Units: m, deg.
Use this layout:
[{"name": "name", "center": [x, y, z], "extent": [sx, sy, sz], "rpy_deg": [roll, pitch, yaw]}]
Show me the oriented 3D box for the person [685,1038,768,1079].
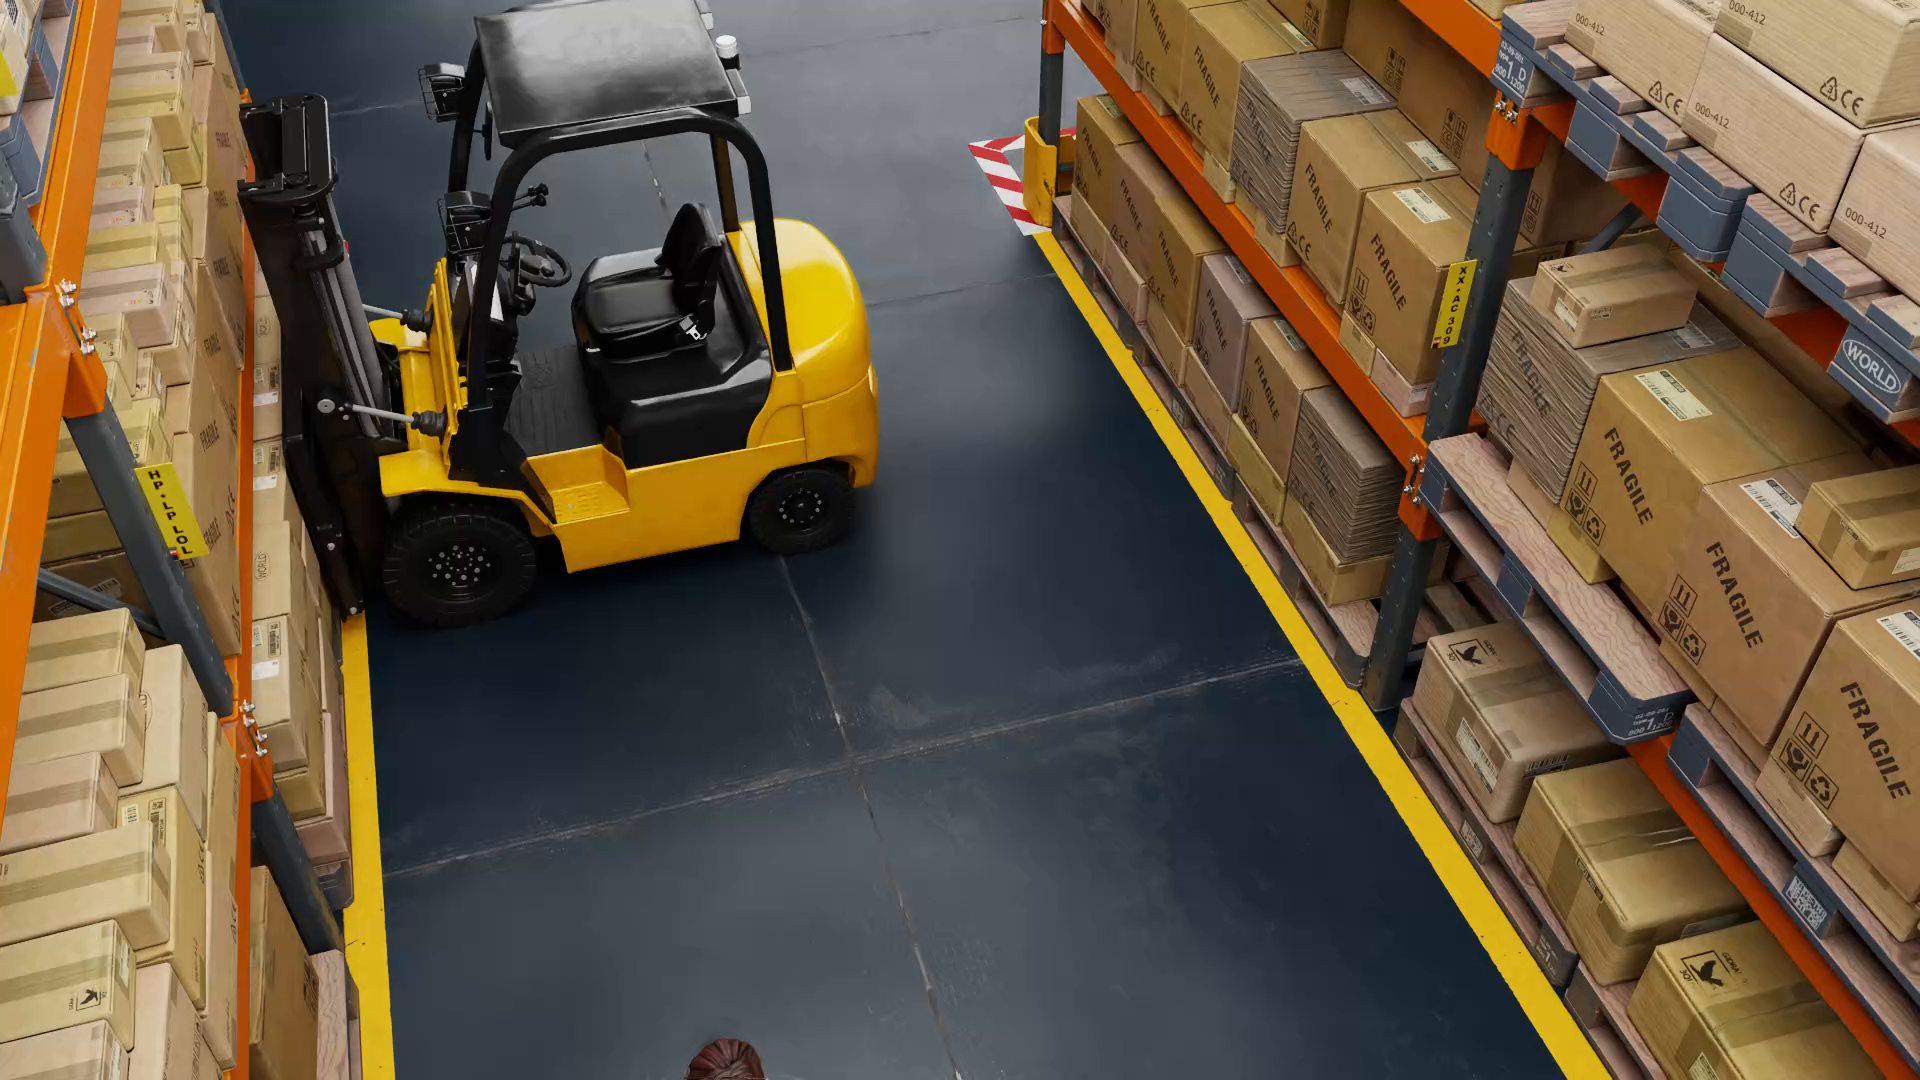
[{"name": "person", "center": [-0.529, 1.753, 4.221], "extent": [0.445, 1.649, 0.743], "rpy_deg": [-11, 43, -11]}]
